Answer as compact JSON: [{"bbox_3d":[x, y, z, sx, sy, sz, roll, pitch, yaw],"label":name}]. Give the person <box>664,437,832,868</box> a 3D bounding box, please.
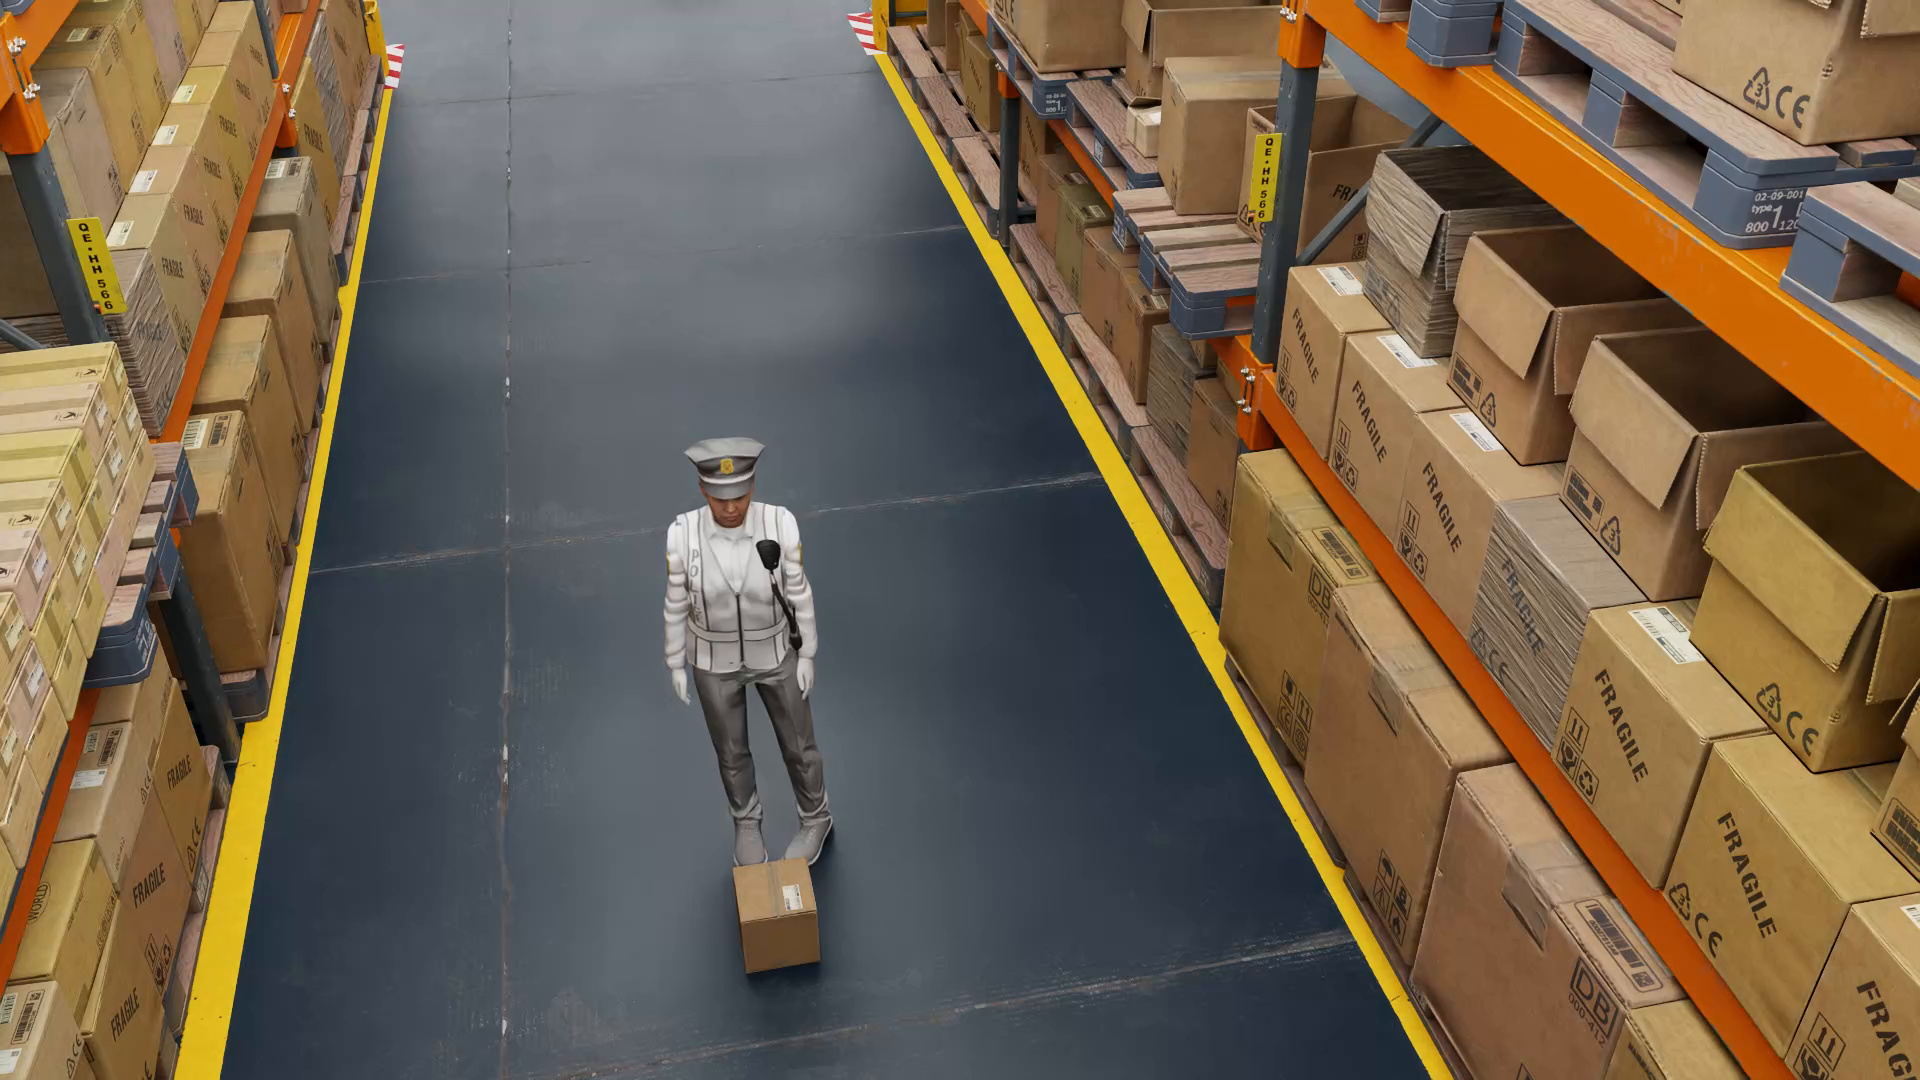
[{"bbox_3d":[-0.718,0.404,5.534,0.521,1.688,0.343,-5,35,-8],"label":"person"}]
